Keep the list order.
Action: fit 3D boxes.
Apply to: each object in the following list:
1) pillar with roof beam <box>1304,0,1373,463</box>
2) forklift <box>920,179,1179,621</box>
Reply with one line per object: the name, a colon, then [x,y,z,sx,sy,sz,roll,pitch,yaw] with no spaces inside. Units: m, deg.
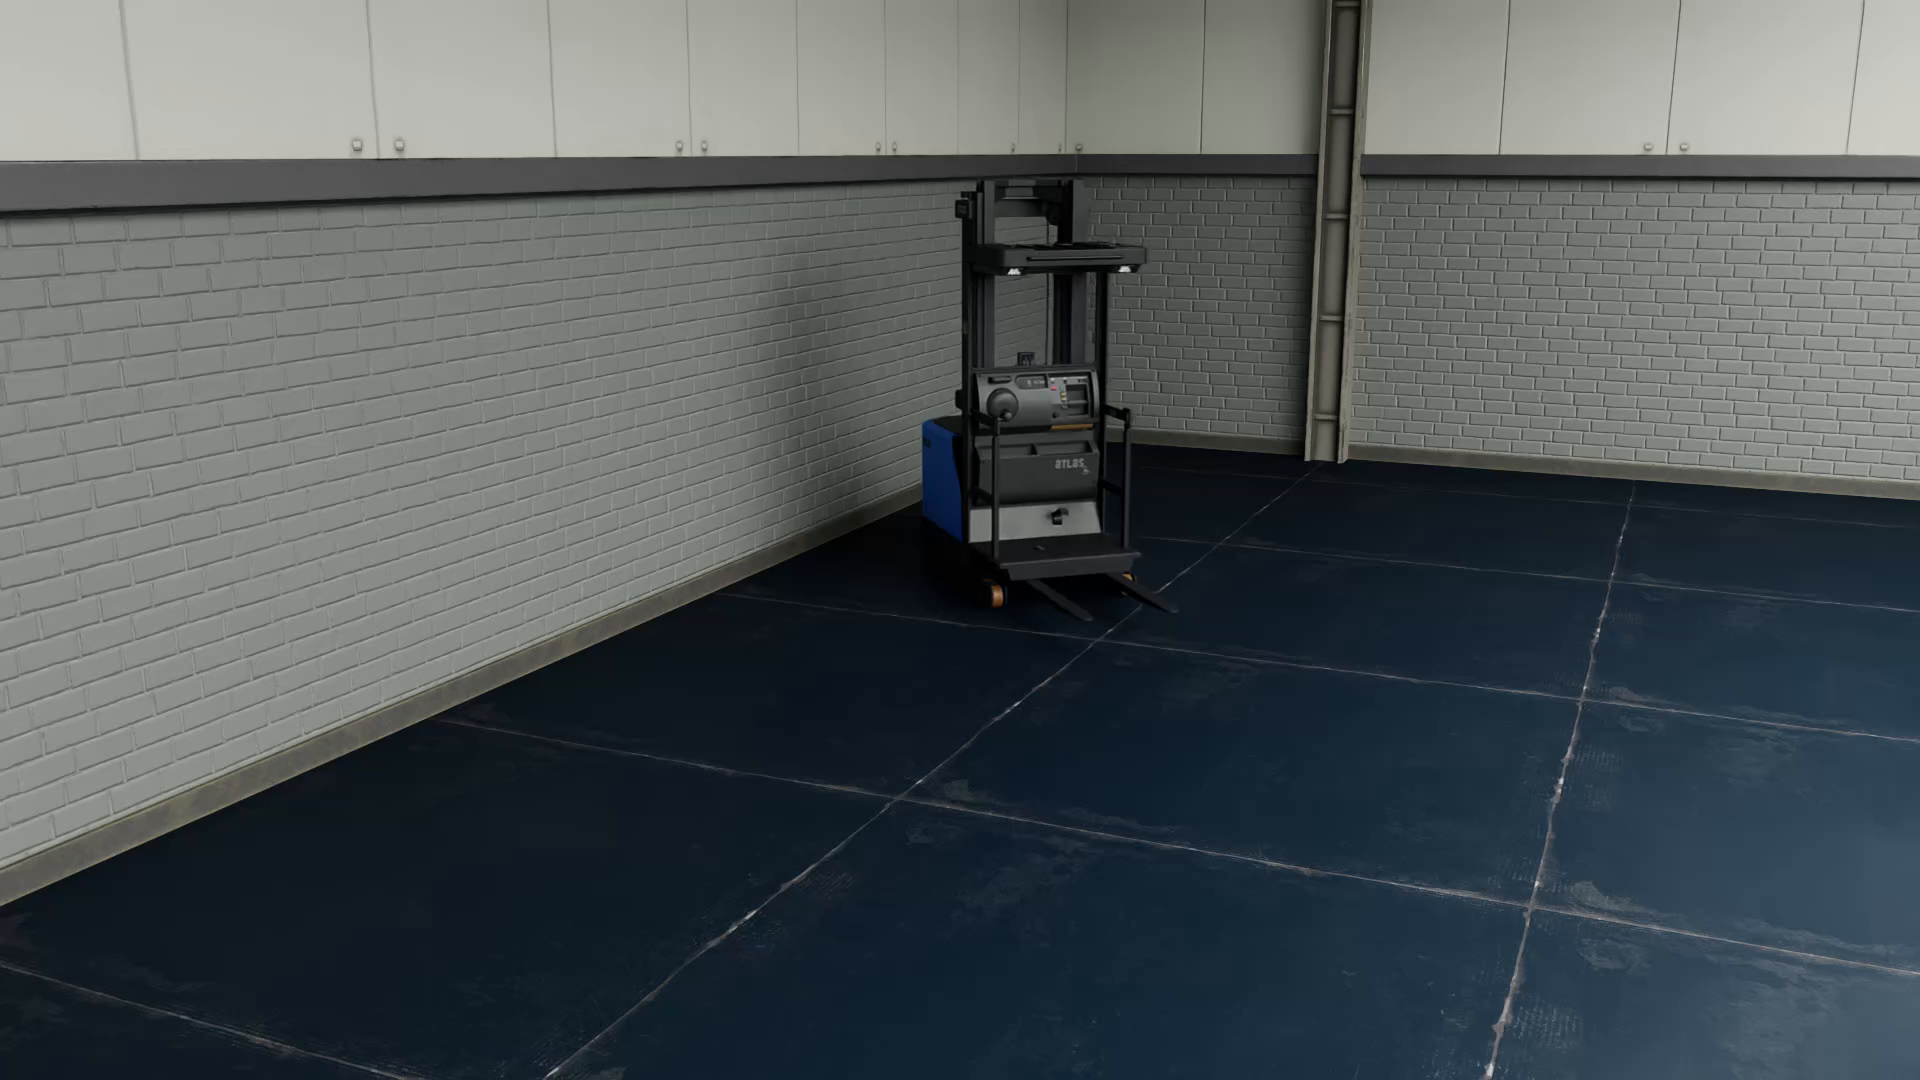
pillar with roof beam: [2.073,-4.322,12.475,0.400,9.000,9.100,6,14,23]
forklift: [0.631,-1.051,11.820,1.130,2.935,3.031,-4,14,-18]
